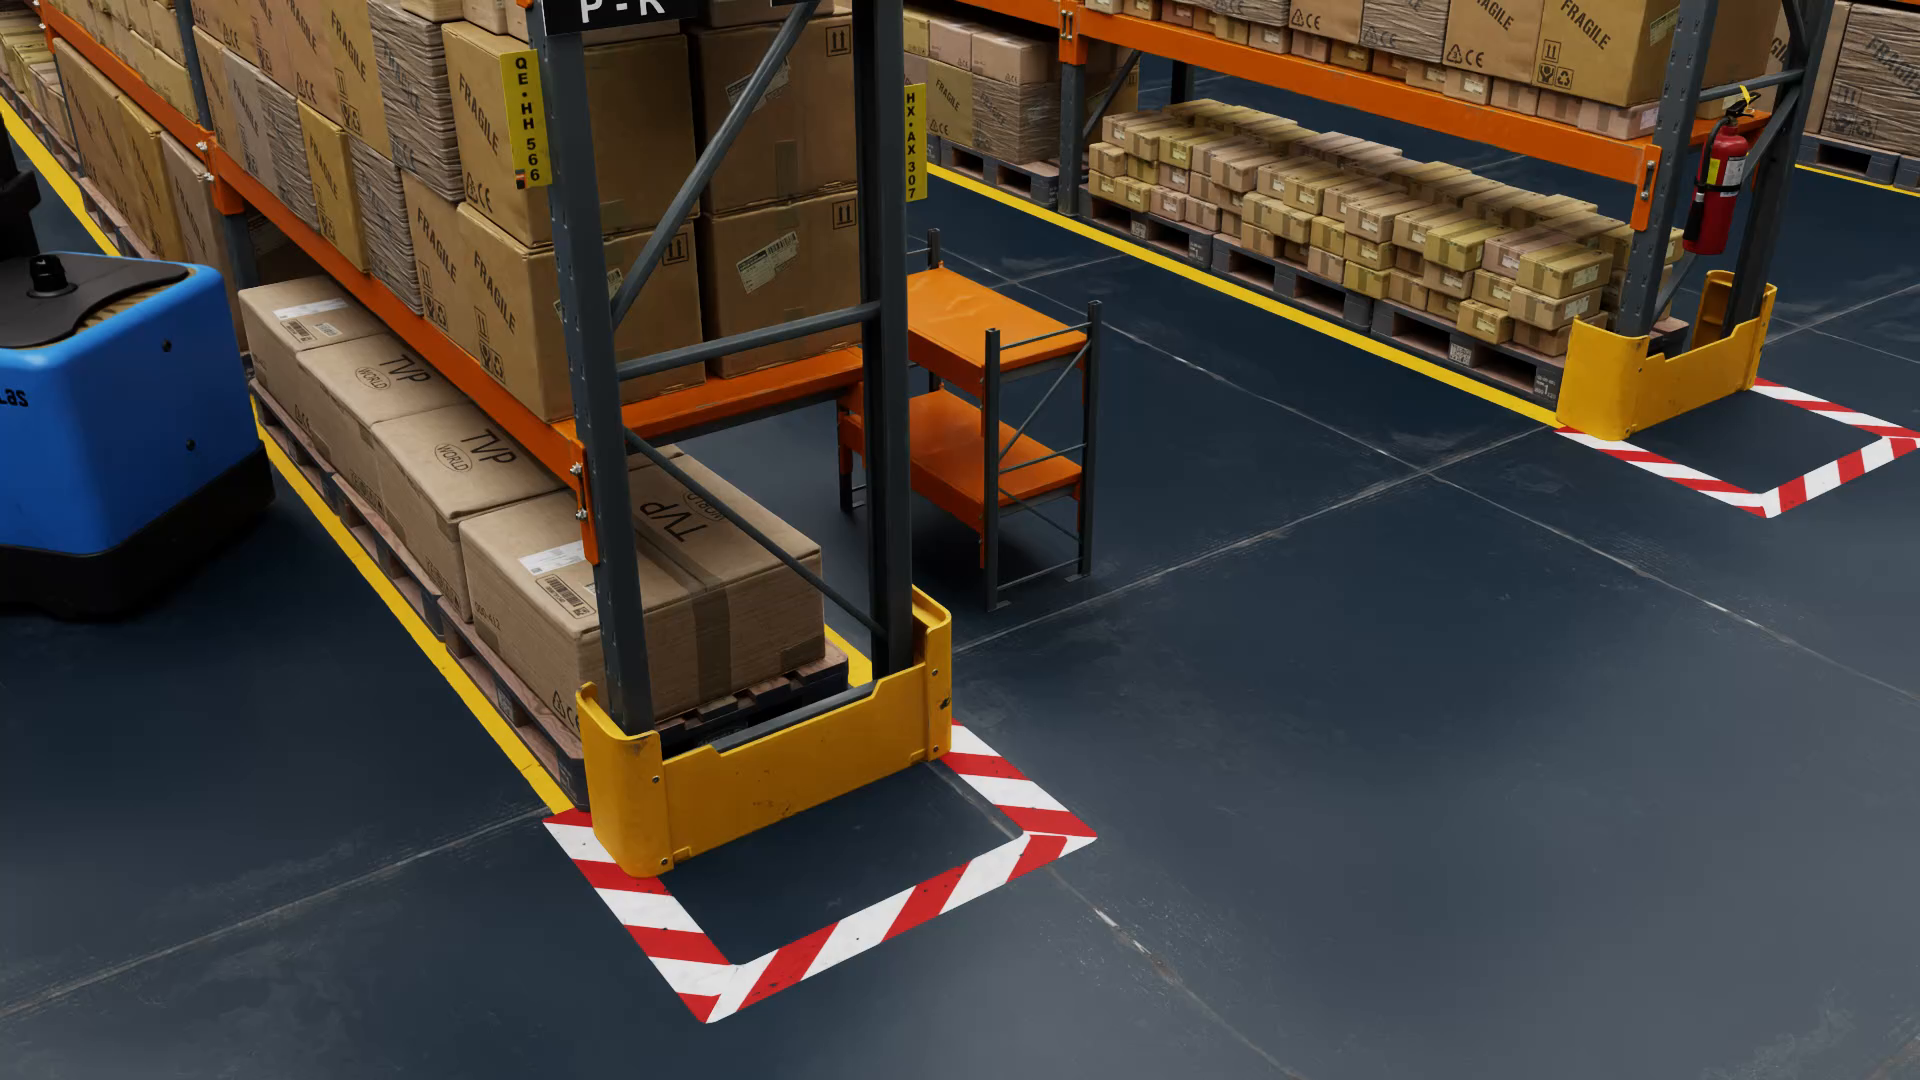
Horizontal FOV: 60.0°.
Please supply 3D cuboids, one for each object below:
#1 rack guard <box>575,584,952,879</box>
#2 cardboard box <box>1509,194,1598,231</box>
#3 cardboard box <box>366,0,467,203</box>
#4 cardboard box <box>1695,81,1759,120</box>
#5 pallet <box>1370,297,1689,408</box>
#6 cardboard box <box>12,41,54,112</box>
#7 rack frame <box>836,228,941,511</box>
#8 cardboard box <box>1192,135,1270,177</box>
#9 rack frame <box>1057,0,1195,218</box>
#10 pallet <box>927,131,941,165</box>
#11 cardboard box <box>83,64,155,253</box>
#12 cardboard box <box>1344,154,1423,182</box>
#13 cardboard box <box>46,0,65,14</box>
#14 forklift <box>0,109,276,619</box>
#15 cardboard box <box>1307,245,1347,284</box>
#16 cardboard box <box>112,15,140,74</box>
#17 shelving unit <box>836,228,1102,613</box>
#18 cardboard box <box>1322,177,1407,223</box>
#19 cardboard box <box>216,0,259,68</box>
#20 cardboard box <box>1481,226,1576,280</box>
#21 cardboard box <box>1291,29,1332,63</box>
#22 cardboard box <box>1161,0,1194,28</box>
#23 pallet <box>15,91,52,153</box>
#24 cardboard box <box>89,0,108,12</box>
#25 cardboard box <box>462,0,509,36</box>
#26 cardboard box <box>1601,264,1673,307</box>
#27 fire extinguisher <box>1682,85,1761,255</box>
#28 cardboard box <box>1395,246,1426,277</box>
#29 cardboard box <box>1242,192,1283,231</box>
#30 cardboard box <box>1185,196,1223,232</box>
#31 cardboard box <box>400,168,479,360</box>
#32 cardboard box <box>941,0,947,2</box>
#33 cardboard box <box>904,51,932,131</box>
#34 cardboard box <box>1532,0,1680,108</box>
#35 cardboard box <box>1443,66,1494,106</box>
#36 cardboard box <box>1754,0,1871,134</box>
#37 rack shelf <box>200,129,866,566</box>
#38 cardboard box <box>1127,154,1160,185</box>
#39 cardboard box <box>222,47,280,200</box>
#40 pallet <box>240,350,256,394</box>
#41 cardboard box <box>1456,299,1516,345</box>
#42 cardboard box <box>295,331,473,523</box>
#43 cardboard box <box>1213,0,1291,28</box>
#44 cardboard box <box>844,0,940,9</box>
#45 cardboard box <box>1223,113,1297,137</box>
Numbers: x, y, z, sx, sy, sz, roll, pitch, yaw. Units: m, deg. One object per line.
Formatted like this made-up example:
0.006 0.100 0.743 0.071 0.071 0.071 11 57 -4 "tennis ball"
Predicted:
-0.577 0.564 5.187 1.175 0.500 0.348 -19 34 -31 "rack guard"
3.055 -1.651 8.571 0.380 0.149 0.250 -19 34 -31 "cardboard box"
-1.392 -1.343 4.928 0.500 0.500 0.500 -19 34 -30 "cardboard box"
3.461 -2.059 7.662 0.380 0.149 0.250 -19 34 -31 "cardboard box"
2.896 -1.083 8.523 1.003 0.211 1.213 -19 34 -31 "pallet"
-6.421 -3.487 12.341 0.950 0.372 0.625 -18 33 -29 "cardboard box"
-0.291 -0.689 6.841 0.500 1.125 0.032 -19 34 -31 "rack frame"
1.561 -2.207 9.594 0.380 0.149 0.250 -20 34 -32 "cardboard box"
1.062 -3.508 10.067 1.000 3.000 0.127 -19 34 -31 "rack frame"
-0.102 -3.060 12.163 1.003 0.211 1.213 -19 34 -31 "pallet"
-4.385 -2.265 9.564 0.875 0.875 0.875 -18 33 -30 "cardboard box"
2.352 -2.021 9.253 0.380 0.149 0.250 -19 34 -31 "cardboard box"
-5.153 -3.328 9.892 0.500 0.250 0.500 -19 34 -31 "cardboard box"
-4.422 -1.369 6.200 3.031 2.935 1.130 7 29 13 "forklift"
2.097 -1.516 8.946 0.380 0.149 0.250 -18 33 -30 "cardboard box"
-3.949 -2.537 8.435 0.500 0.250 0.500 -20 34 -32 "cardboard box"
0.004 -0.492 6.477 0.538 1.125 1.048 -19 34 -31 "shelving unit"
2.154 -1.801 8.848 0.380 0.149 0.250 -20 34 -32 "cardboard box"
-2.545 -2.132 6.379 0.500 0.500 0.500 -19 34 -31 "cardboard box"
2.770 -1.396 8.100 0.380 0.149 0.250 -18 33 -30 "cardboard box"
1.957 -2.607 8.671 0.380 0.149 0.250 -17 33 -29 "cardboard box"
1.368 -3.028 9.446 0.380 0.149 0.250 -20 35 -33 "cardboard box"
-6.387 -3.206 12.433 1.003 0.211 1.213 -19 34 -31 "pallet"
-4.278 -2.943 8.659 0.500 0.250 0.500 -18 33 -30 "cardboard box"
-1.129 -1.488 4.515 0.380 0.149 0.250 -18 33 -30 "cardboard box"
3.288 -1.290 8.218 0.380 0.149 0.250 -17 33 -29 "cardboard box"
3.152 -1.530 6.895 0.296 0.674 0.183 -19 34 -31 "fire extinguisher"
2.469 -1.476 8.561 0.380 0.149 0.250 -19 34 -31 "cardboard box"
1.792 -1.848 9.245 0.380 0.149 0.250 -19 34 -31 "cardboard box"
1.540 -1.939 9.724 0.380 0.149 0.250 -20 34 -32 "cardboard box"
-1.366 -0.901 5.161 0.500 0.500 0.500 -20 34 -32 "cardboard box"
-0.064 -3.890 12.163 0.500 0.250 0.500 -18 33 -30 "cardboard box"
-0.164 -3.212 11.701 0.500 0.500 0.500 -20 34 -32 "cardboard box"
2.912 -2.231 7.299 0.500 0.500 0.500 -18 33 -30 "cardboard box"
2.525 -2.184 7.892 0.380 0.149 0.250 -18 33 -29 "cardboard box"
6.001 -3.464 11.772 0.875 0.875 0.875 -19 34 -31 "cardboard box"
-1.751 -1.005 6.211 1.077 0.370 4.000 -19 34 -31 "rack shelf"
1.232 -2.268 10.018 0.380 0.149 0.250 -19 34 -30 "cardboard box"
-2.564 -1.691 6.615 0.500 0.500 0.500 -19 34 -30 "cardboard box"
-3.420 -1.152 8.650 1.003 0.211 1.213 -19 34 -31 "pallet"
2.675 -1.104 8.186 0.380 0.149 0.250 -18 33 -29 "cardboard box"
-2.115 -0.535 6.838 0.875 0.438 0.875 -20 34 -32 "cardboard box"
1.700 -3.024 8.759 0.500 0.500 0.500 -20 34 -32 "cardboard box"
-0.485 -3.751 11.906 0.500 0.250 0.500 -18 34 -30 "cardboard box"
1.811 -2.452 10.045 0.380 0.149 0.250 -19 34 -31 "cardboard box"
